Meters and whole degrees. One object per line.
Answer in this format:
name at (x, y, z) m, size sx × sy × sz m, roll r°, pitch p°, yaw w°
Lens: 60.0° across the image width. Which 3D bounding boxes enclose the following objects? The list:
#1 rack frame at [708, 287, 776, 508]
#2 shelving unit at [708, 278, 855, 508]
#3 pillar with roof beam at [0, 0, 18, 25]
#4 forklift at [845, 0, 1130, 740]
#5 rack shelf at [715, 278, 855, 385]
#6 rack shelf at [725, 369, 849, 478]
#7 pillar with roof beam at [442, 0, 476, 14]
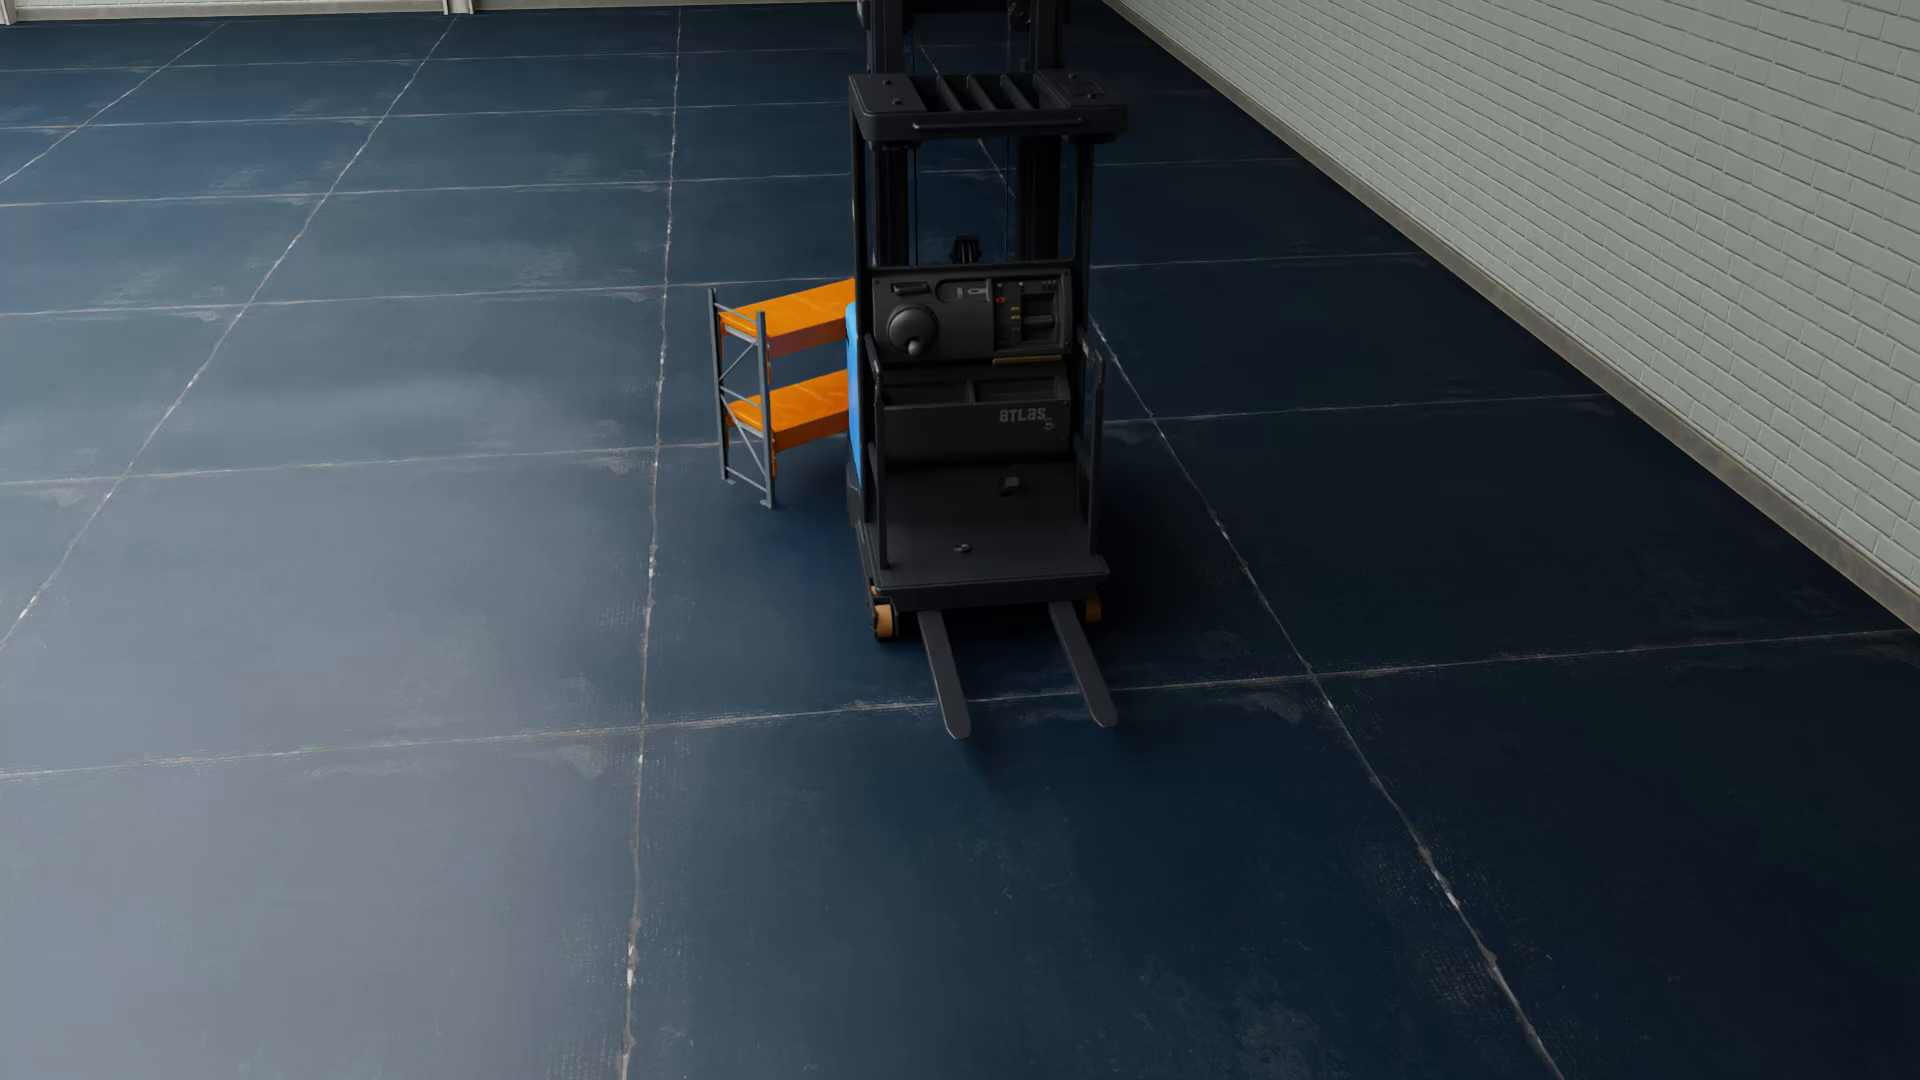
rack frame at (-1.181, -0.766, 9.010) m, size 0.032 × 1.125 × 0.500 m, roll -21°, pitch 34°, yaw -35°
shelving unit at (-0.793, -0.916, 9.303) m, size 1.048 × 1.125 × 0.538 m, roll -21°, pitch 34°, yaw -35°
pillar with roof beam at (-12.237, -8.961, 16.357) m, size 0.400 × 9.000 × 9.100 m, roll -4°, pitch 27°, yaw -7°
forklift at (0.093, -1.009, 7.506) m, size 1.130 × 2.935 × 3.031 m, roll -4°, pitch 27°, yaw -7°
rack shelf at (-0.793, -1.176, 9.169) m, size 1.000 × 0.278 × 0.538 m, roll -21°, pitch 34°, yaw -35°
rack shelf at (-0.793, -0.698, 9.415) m, size 1.000 × 0.278 × 0.538 m, roll -21°, pitch 34°, yaw -35°
pillar with roof beam at (-6.296, -9.343, 17.101) m, size 0.400 × 9.000 × 9.100 m, roll -4°, pitch 27°, yaw -7°
